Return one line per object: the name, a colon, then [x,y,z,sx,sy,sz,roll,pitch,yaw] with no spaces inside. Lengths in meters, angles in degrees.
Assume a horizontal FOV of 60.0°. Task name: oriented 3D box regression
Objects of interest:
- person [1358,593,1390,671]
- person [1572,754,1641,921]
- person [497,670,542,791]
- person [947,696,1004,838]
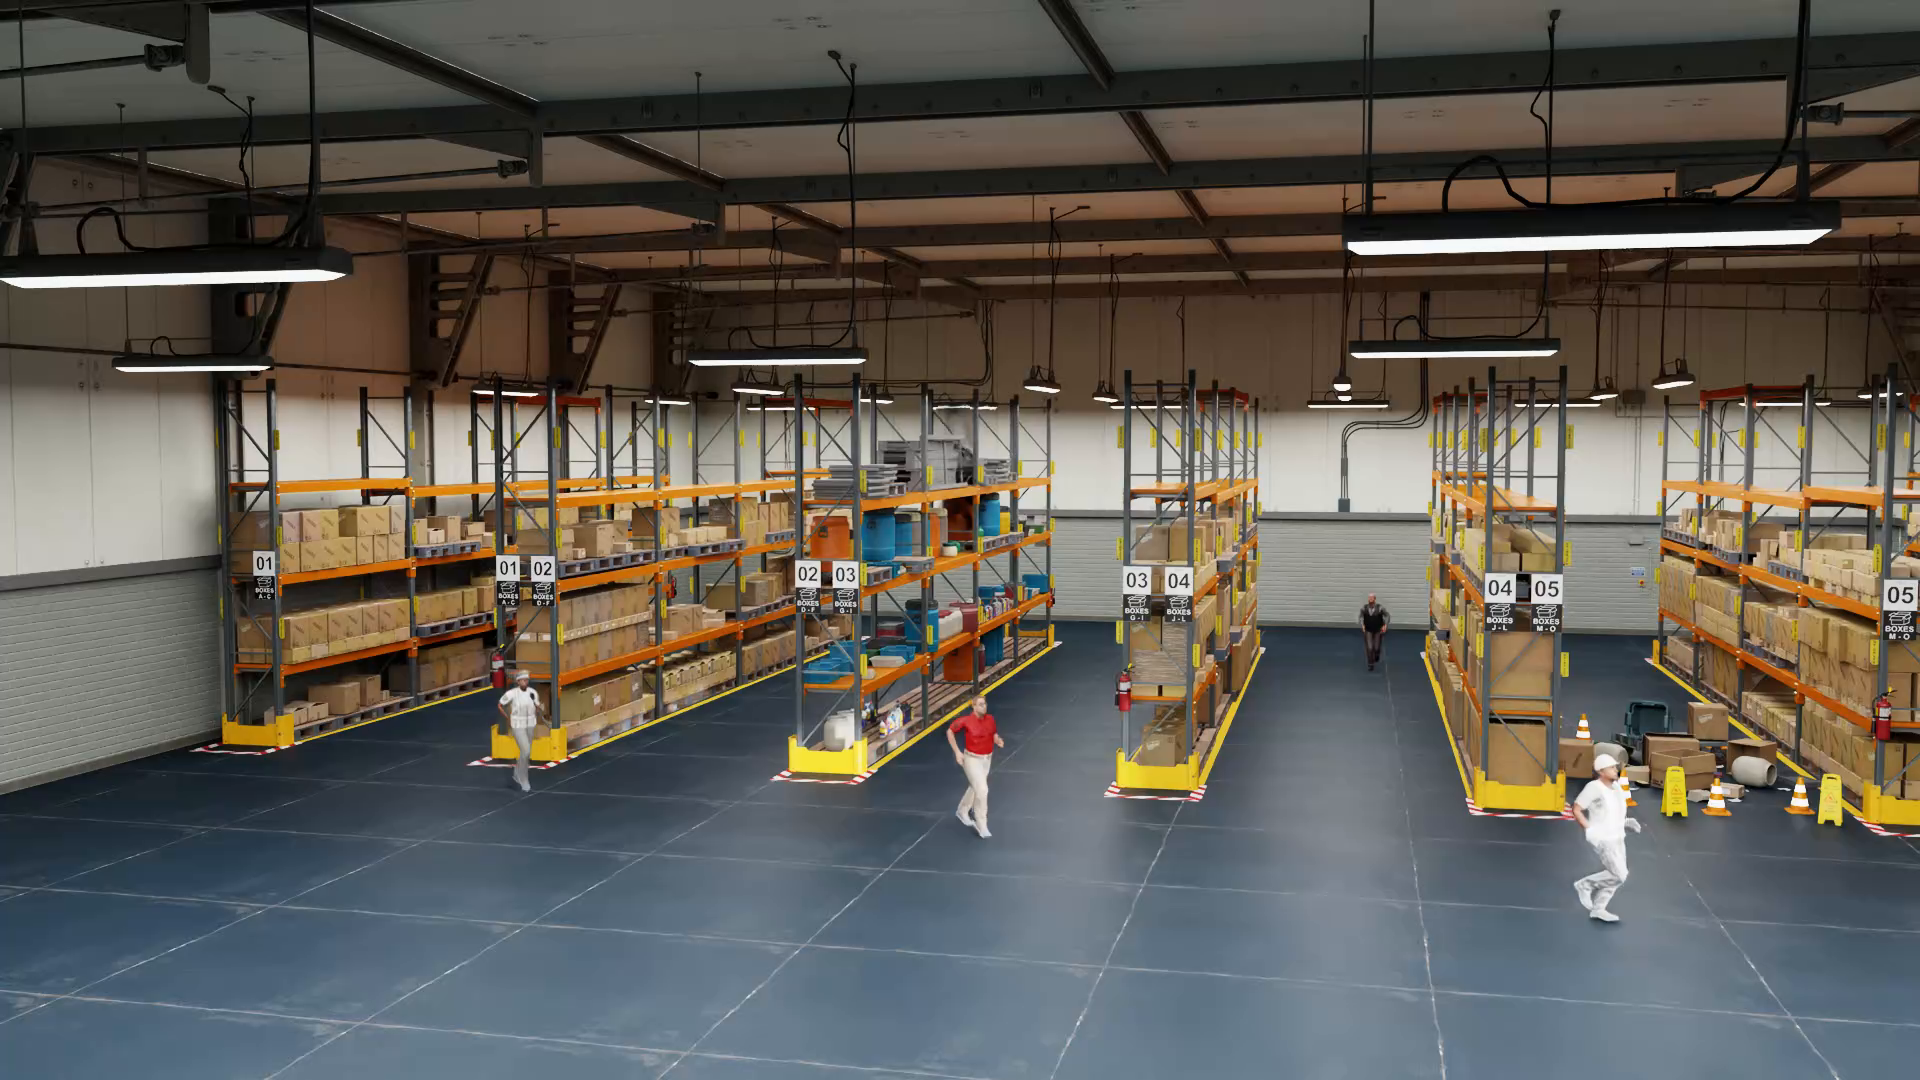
person: [9.009,1.999,36.231,0.675,1.698,0.650,1,4,23]
person: [6.736,3.096,17.282,0.682,1.733,0.594,-3,5,-41]
person: [-6.279,2.726,23.909,0.568,1.742,0.703,-3,5,-44]
person: [0.224,2.877,21.260,0.797,1.789,0.645,3,5,45]
